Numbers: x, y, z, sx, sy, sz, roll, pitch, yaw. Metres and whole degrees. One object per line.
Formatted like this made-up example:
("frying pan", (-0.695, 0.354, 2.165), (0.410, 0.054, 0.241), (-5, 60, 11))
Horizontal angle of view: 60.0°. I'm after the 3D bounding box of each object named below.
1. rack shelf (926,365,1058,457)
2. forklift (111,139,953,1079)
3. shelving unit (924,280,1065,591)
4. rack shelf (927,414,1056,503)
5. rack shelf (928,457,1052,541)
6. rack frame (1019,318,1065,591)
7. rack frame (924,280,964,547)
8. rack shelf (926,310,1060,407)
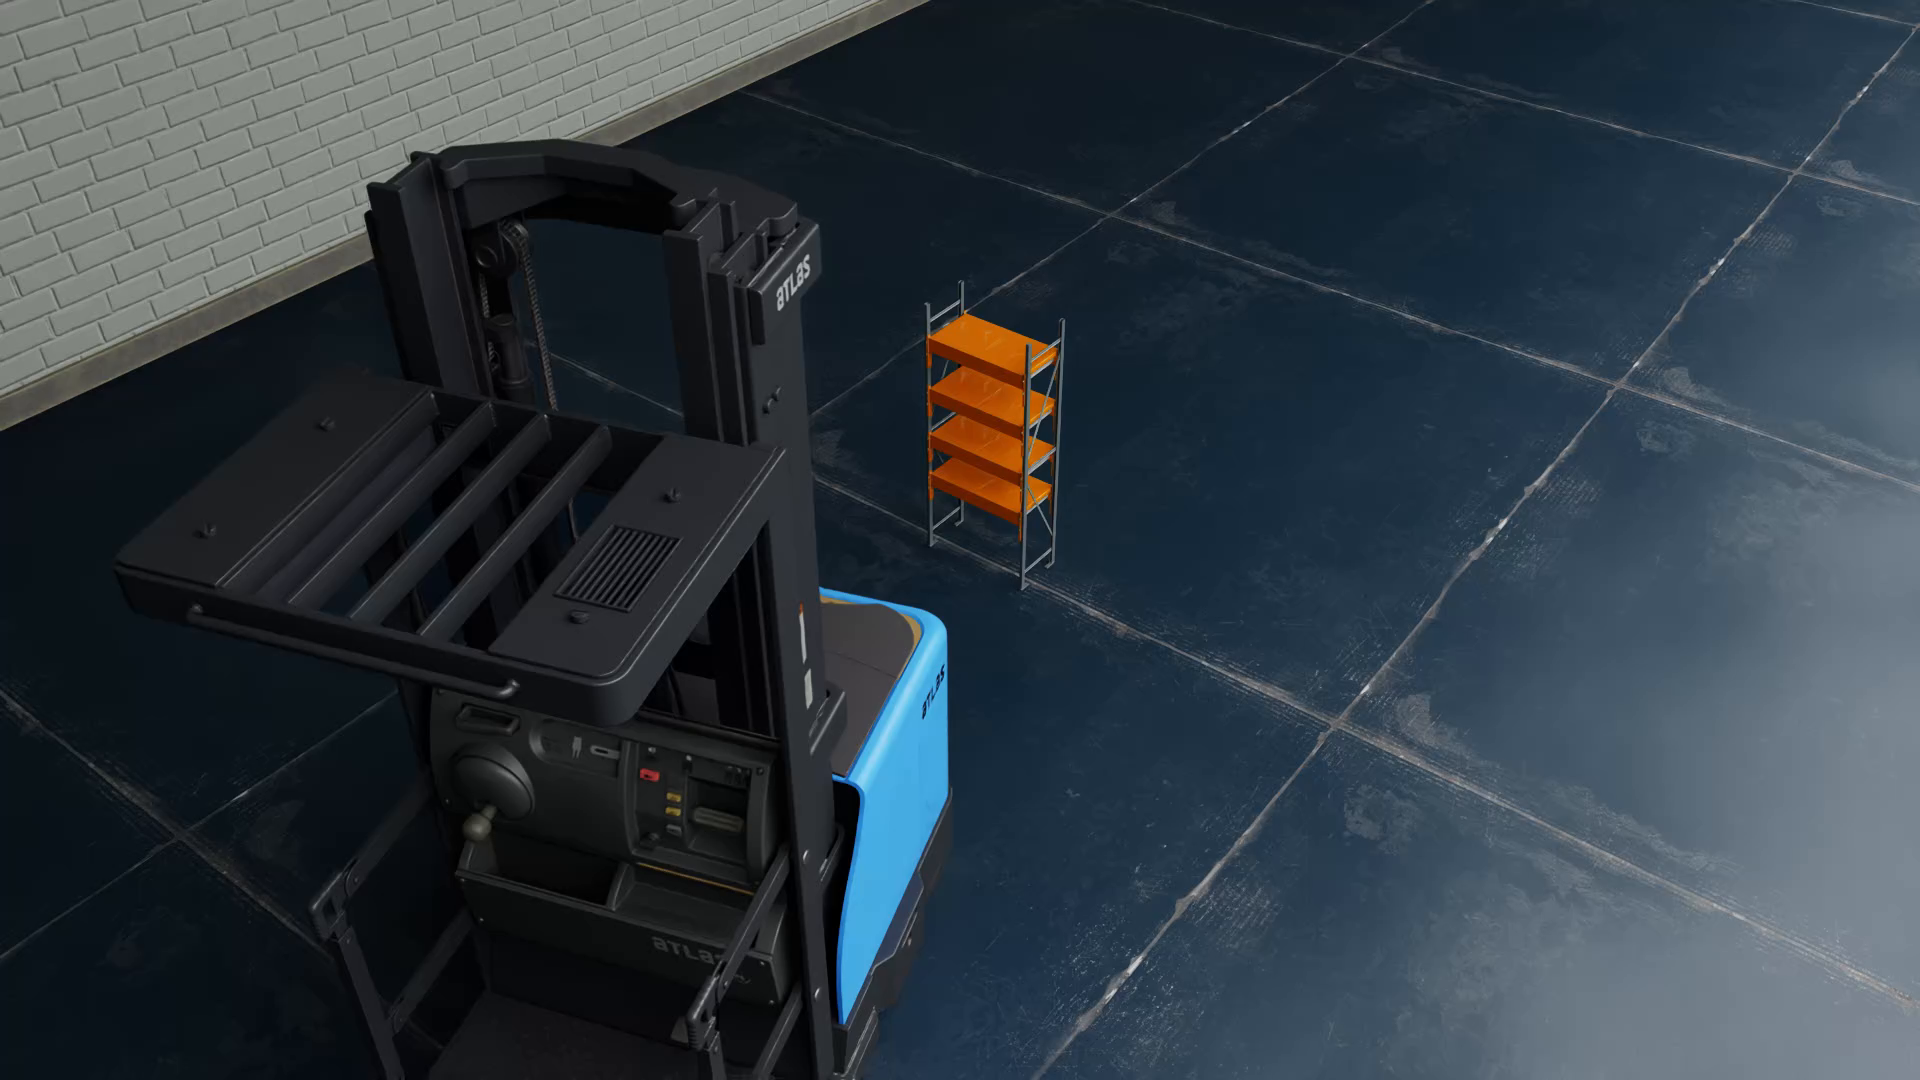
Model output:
("rack shelf", (0.131, -0.534, 6.705), (0.480, 0.148, 0.258), (25, 45, 29))
("forklift", (-0.970, 0.692, 3.989), (1.130, 2.935, 3.031), (11, 39, 14))
("shelving unit", (0.131, -0.410, 6.801), (0.503, 1.200, 0.258), (25, 45, 29))
("rack shelf", (0.131, -0.357, 6.842), (0.480, 0.148, 0.258), (25, 45, 29))
("rack shelf", (0.131, -0.201, 6.965), (0.480, 0.148, 0.258), (25, 45, 29))
("rack frame", (0.325, -0.319, 6.684), (0.015, 1.200, 0.240), (25, 45, 29))
("rack frame", (-0.062, -0.502, 6.918), (0.015, 1.200, 0.240), (25, 45, 29))
("rack shelf", (0.131, -0.720, 6.559), (0.480, 0.148, 0.258), (25, 45, 29))
